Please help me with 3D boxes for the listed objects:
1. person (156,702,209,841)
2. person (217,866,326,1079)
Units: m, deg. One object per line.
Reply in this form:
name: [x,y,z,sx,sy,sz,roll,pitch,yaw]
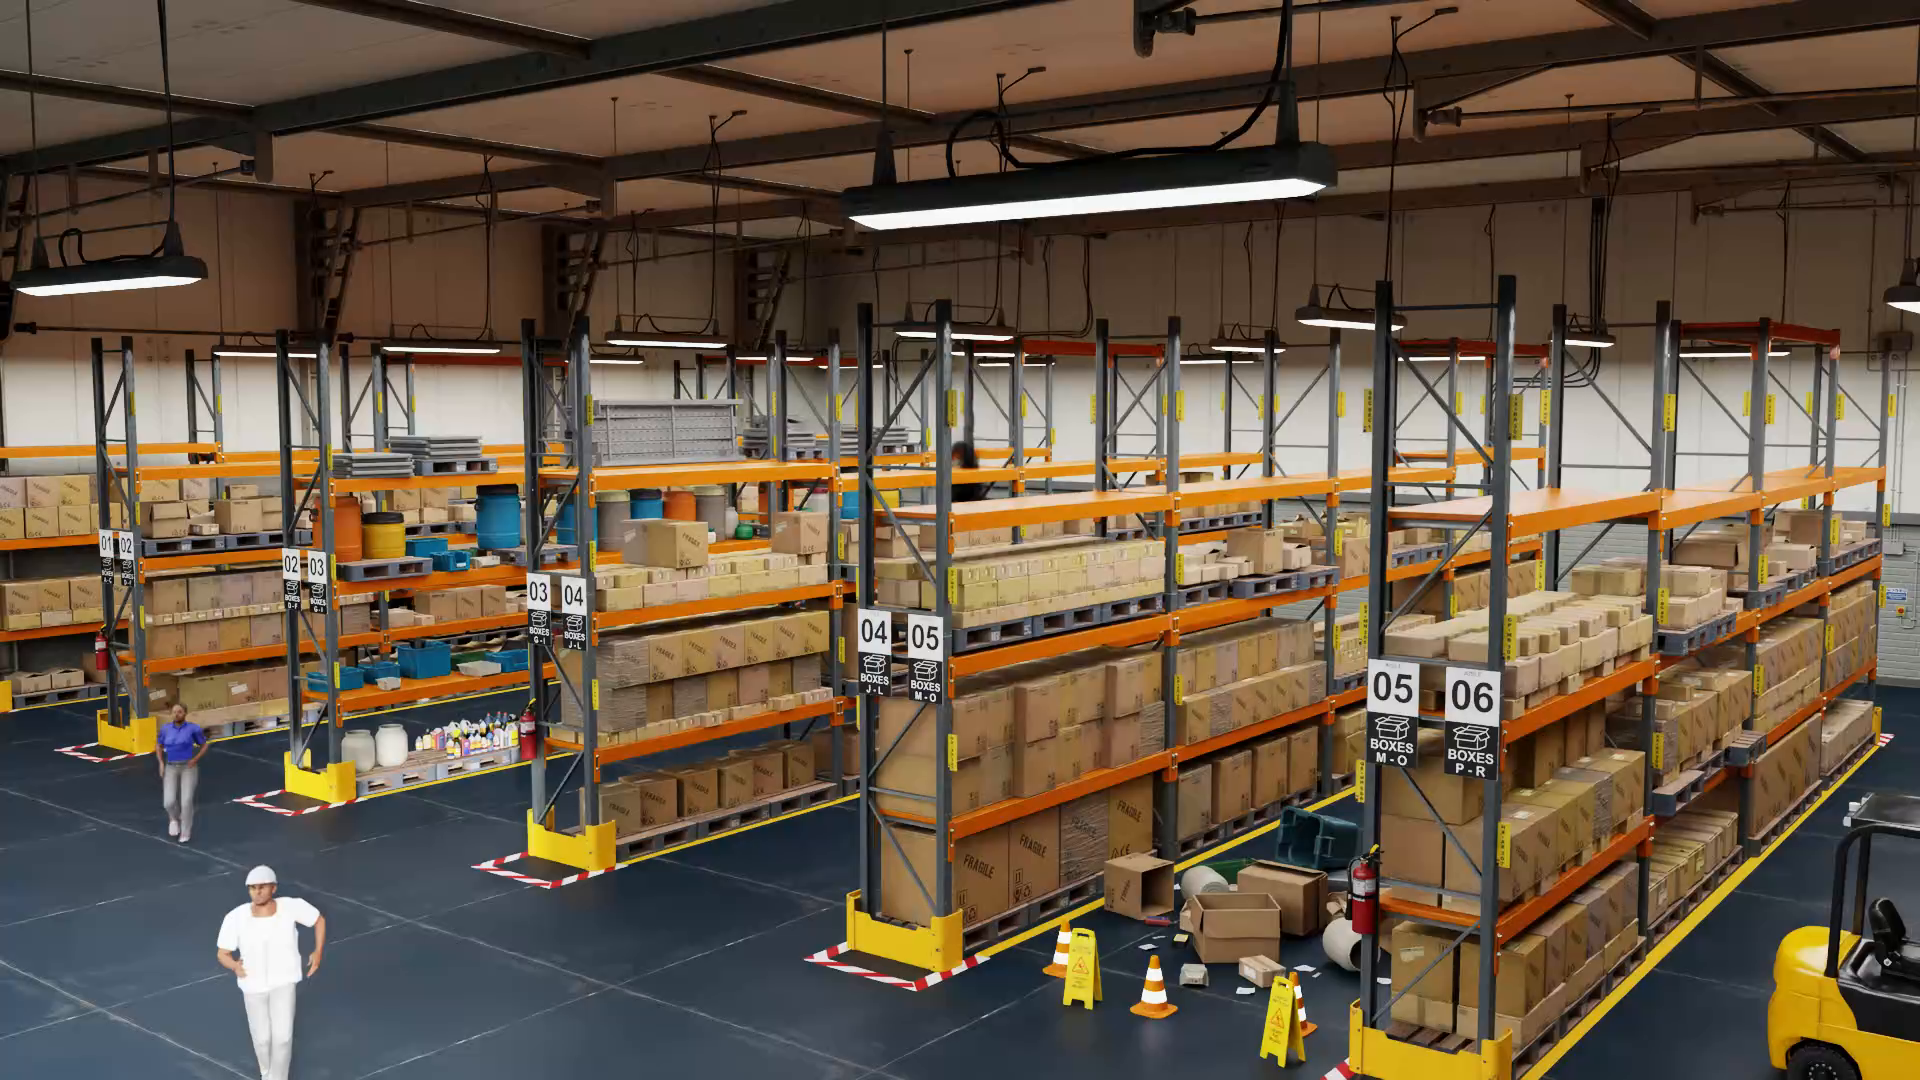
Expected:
person: [-9.017,2.684,19.256,0.588,1.622,0.544,-1,5,-16]
person: [-5.015,3.257,12.108,0.707,1.794,0.741,-1,5,-13]
